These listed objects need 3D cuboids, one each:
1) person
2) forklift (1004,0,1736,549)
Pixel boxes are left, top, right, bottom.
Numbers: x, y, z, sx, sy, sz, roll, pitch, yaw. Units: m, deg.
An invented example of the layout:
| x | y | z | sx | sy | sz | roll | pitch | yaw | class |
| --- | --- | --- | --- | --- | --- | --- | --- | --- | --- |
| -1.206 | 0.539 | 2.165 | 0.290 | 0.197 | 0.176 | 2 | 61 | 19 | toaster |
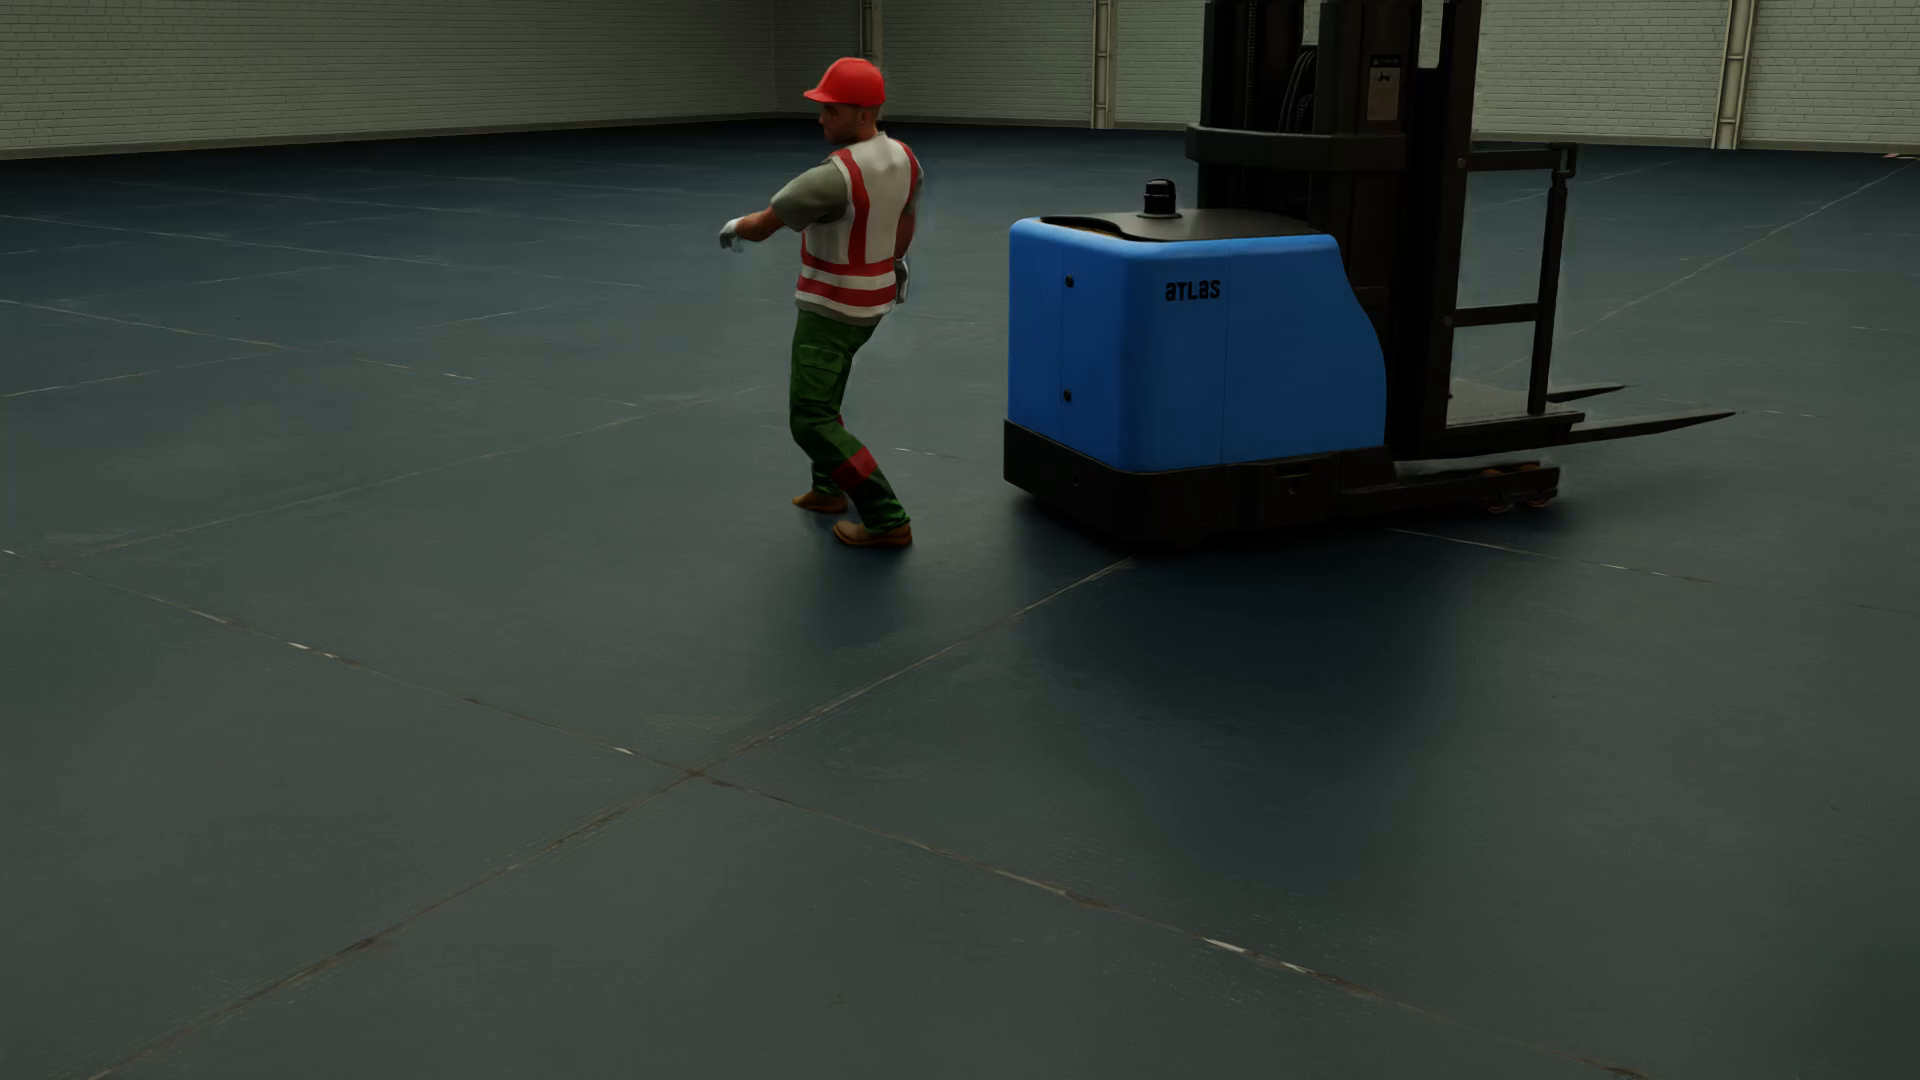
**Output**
| x | y | z | sx | sy | sz | roll | pitch | yaw | class |
| --- | --- | --- | --- | --- | --- | --- | --- | --- | --- |
| -0.452 | -0.867 | 6.013 | 0.786 | 1.691 | 0.835 | 6 | 18 | 18 | person |
| 1.733 | -1.634 | 6.298 | 3.031 | 2.935 | 1.130 | -7 | 18 | -23 | forklift |
